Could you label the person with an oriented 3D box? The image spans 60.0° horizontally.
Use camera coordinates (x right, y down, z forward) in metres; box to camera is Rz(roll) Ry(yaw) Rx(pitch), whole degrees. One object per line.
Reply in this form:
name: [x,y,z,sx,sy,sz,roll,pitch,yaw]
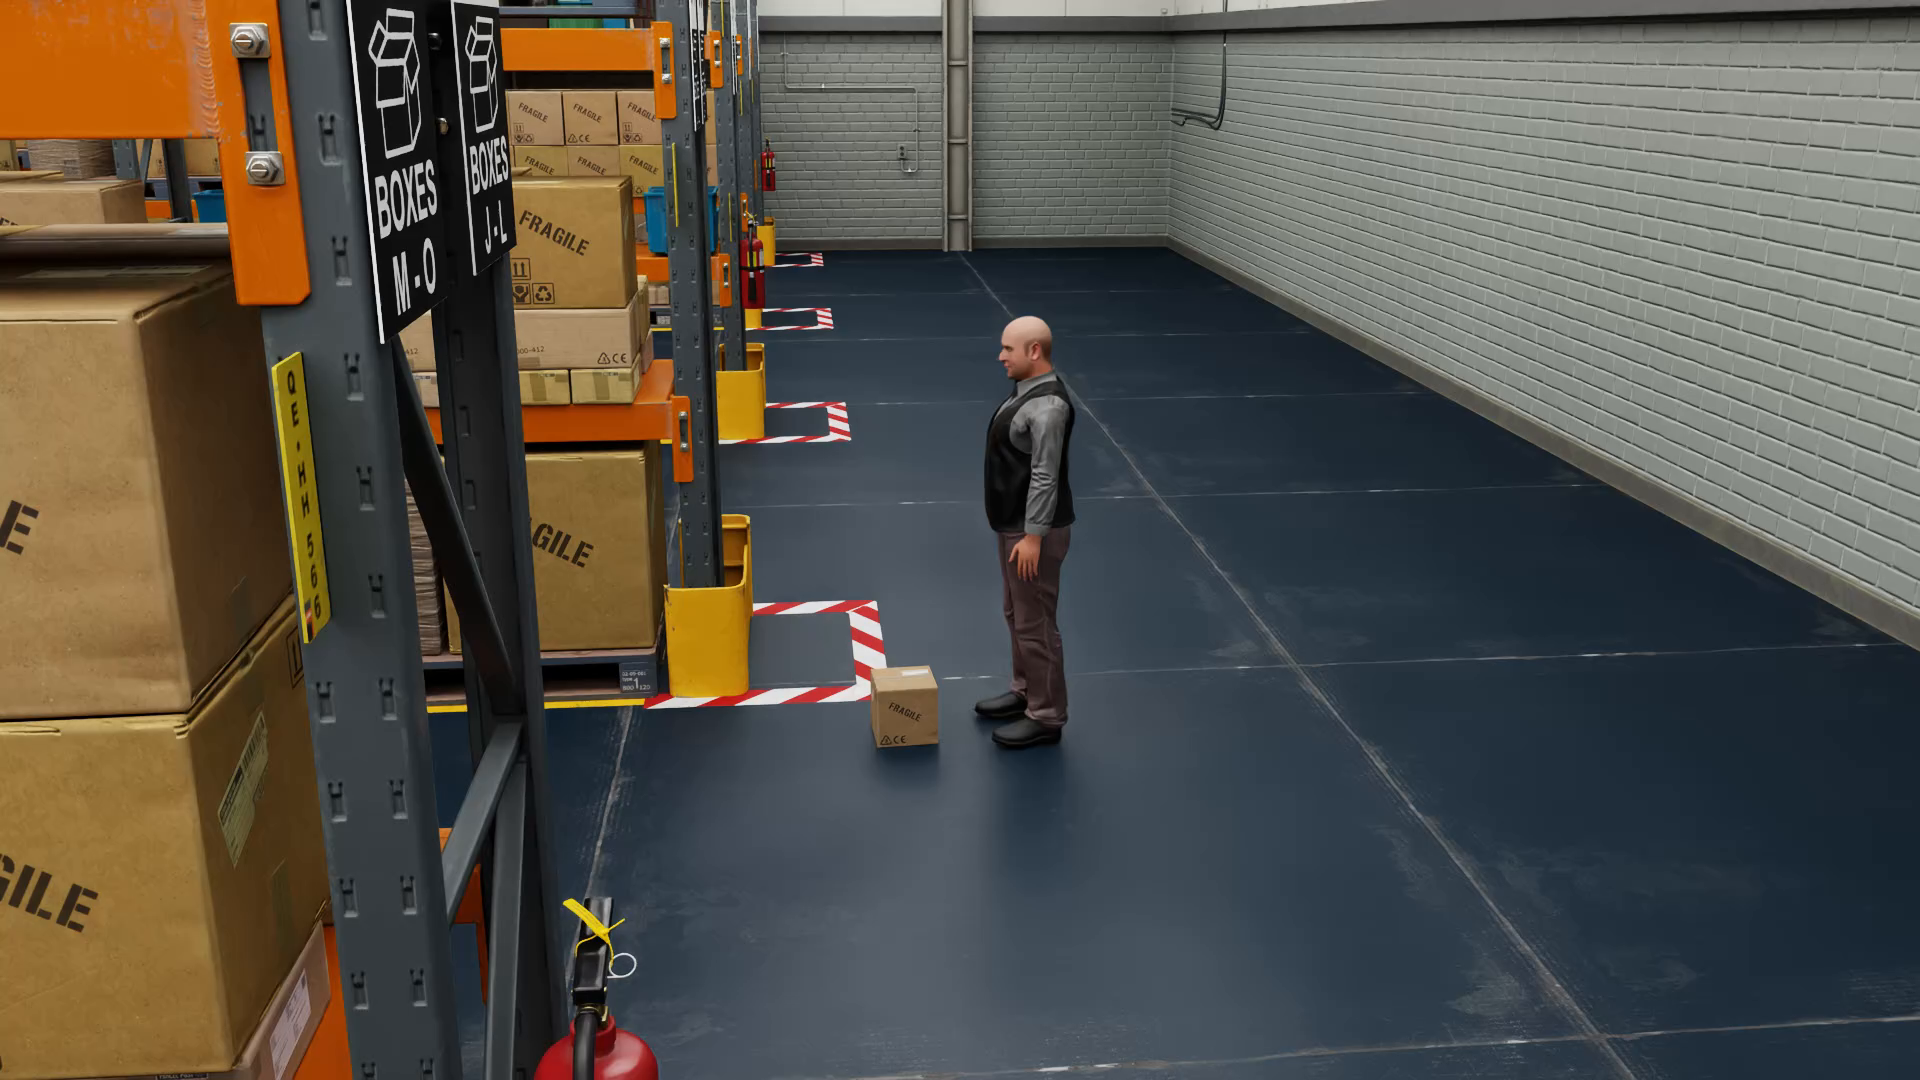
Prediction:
person: [0.264,-0.041,6.685,0.381,1.720,0.539,-1,17,-4]
